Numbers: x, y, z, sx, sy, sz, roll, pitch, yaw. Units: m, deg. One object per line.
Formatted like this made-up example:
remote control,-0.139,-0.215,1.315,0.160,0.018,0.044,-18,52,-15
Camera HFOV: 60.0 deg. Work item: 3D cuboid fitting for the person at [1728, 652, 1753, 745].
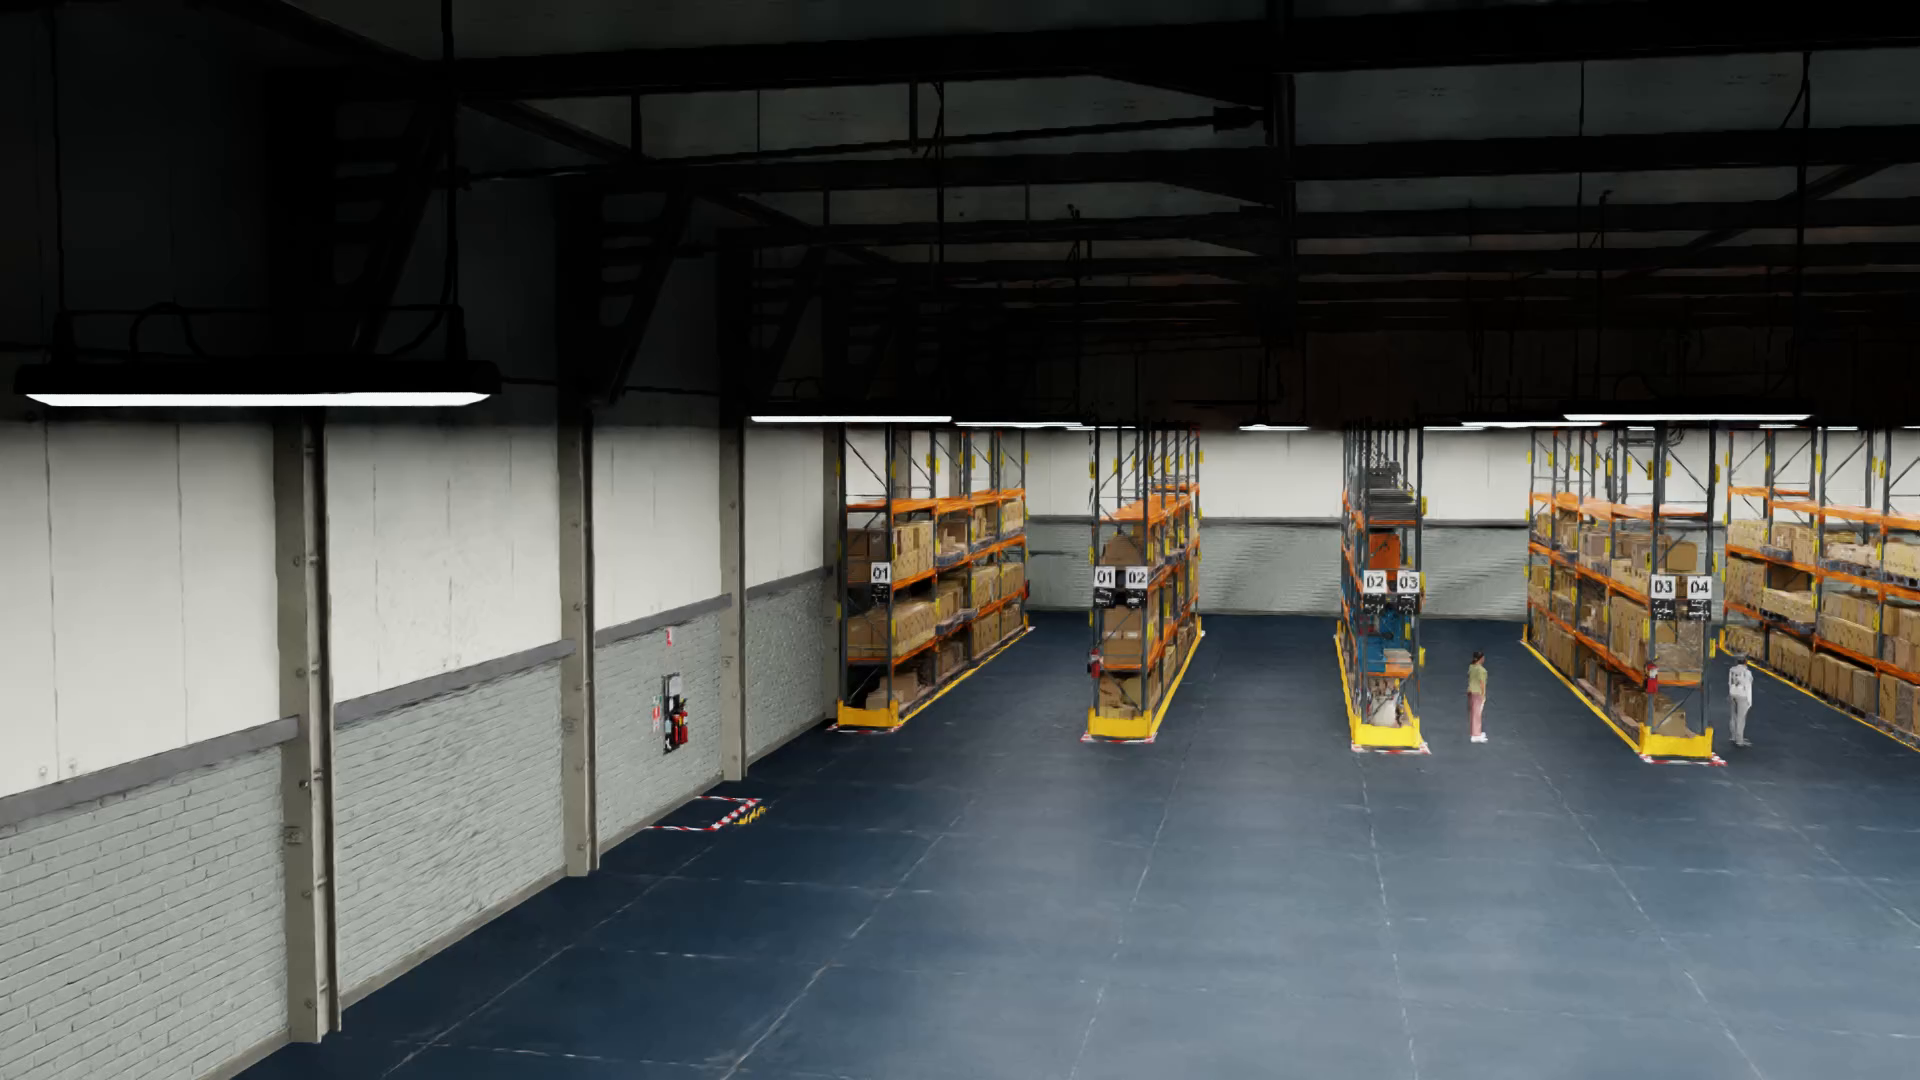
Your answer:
person,14.331,2.896,30.481,0.416,1.676,0.537,-1,4,-17

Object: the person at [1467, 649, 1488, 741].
person,9.645,2.866,30.866,0.454,1.679,0.538,-1,4,-14

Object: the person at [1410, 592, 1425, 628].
person,13.401,1.750,48.814,0.493,1.605,0.991,1,4,11
